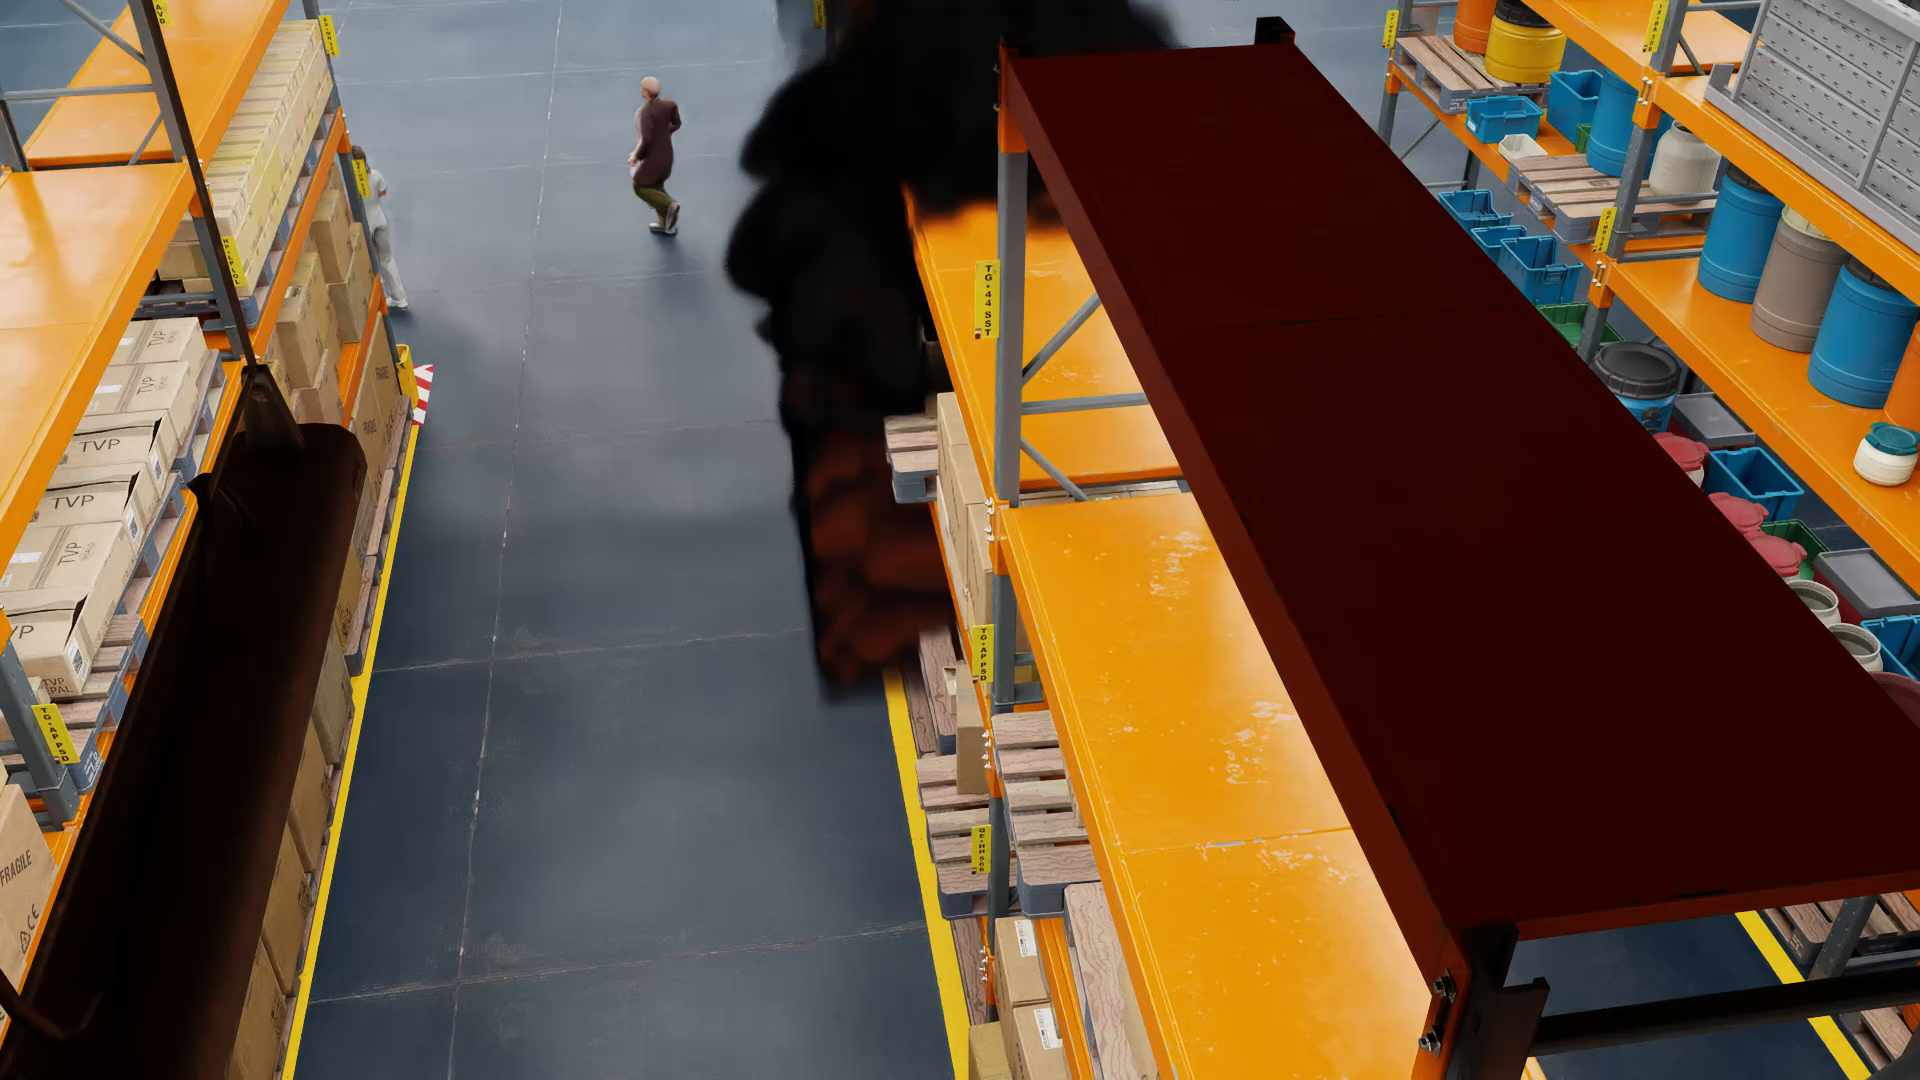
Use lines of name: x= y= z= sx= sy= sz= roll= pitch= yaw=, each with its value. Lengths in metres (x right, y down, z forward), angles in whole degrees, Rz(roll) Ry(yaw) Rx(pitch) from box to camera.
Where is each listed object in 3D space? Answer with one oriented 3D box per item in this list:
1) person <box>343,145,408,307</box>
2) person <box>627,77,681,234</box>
person: x=-5.783 y=-3.038 z=16.204 sx=0.667 sy=1.696 sz=0.586 roll=26 pitch=43 yaw=30
person: x=-3.189 y=-4.030 z=17.492 sx=0.637 sy=1.735 sz=0.711 roll=19 pitch=40 yaw=24
